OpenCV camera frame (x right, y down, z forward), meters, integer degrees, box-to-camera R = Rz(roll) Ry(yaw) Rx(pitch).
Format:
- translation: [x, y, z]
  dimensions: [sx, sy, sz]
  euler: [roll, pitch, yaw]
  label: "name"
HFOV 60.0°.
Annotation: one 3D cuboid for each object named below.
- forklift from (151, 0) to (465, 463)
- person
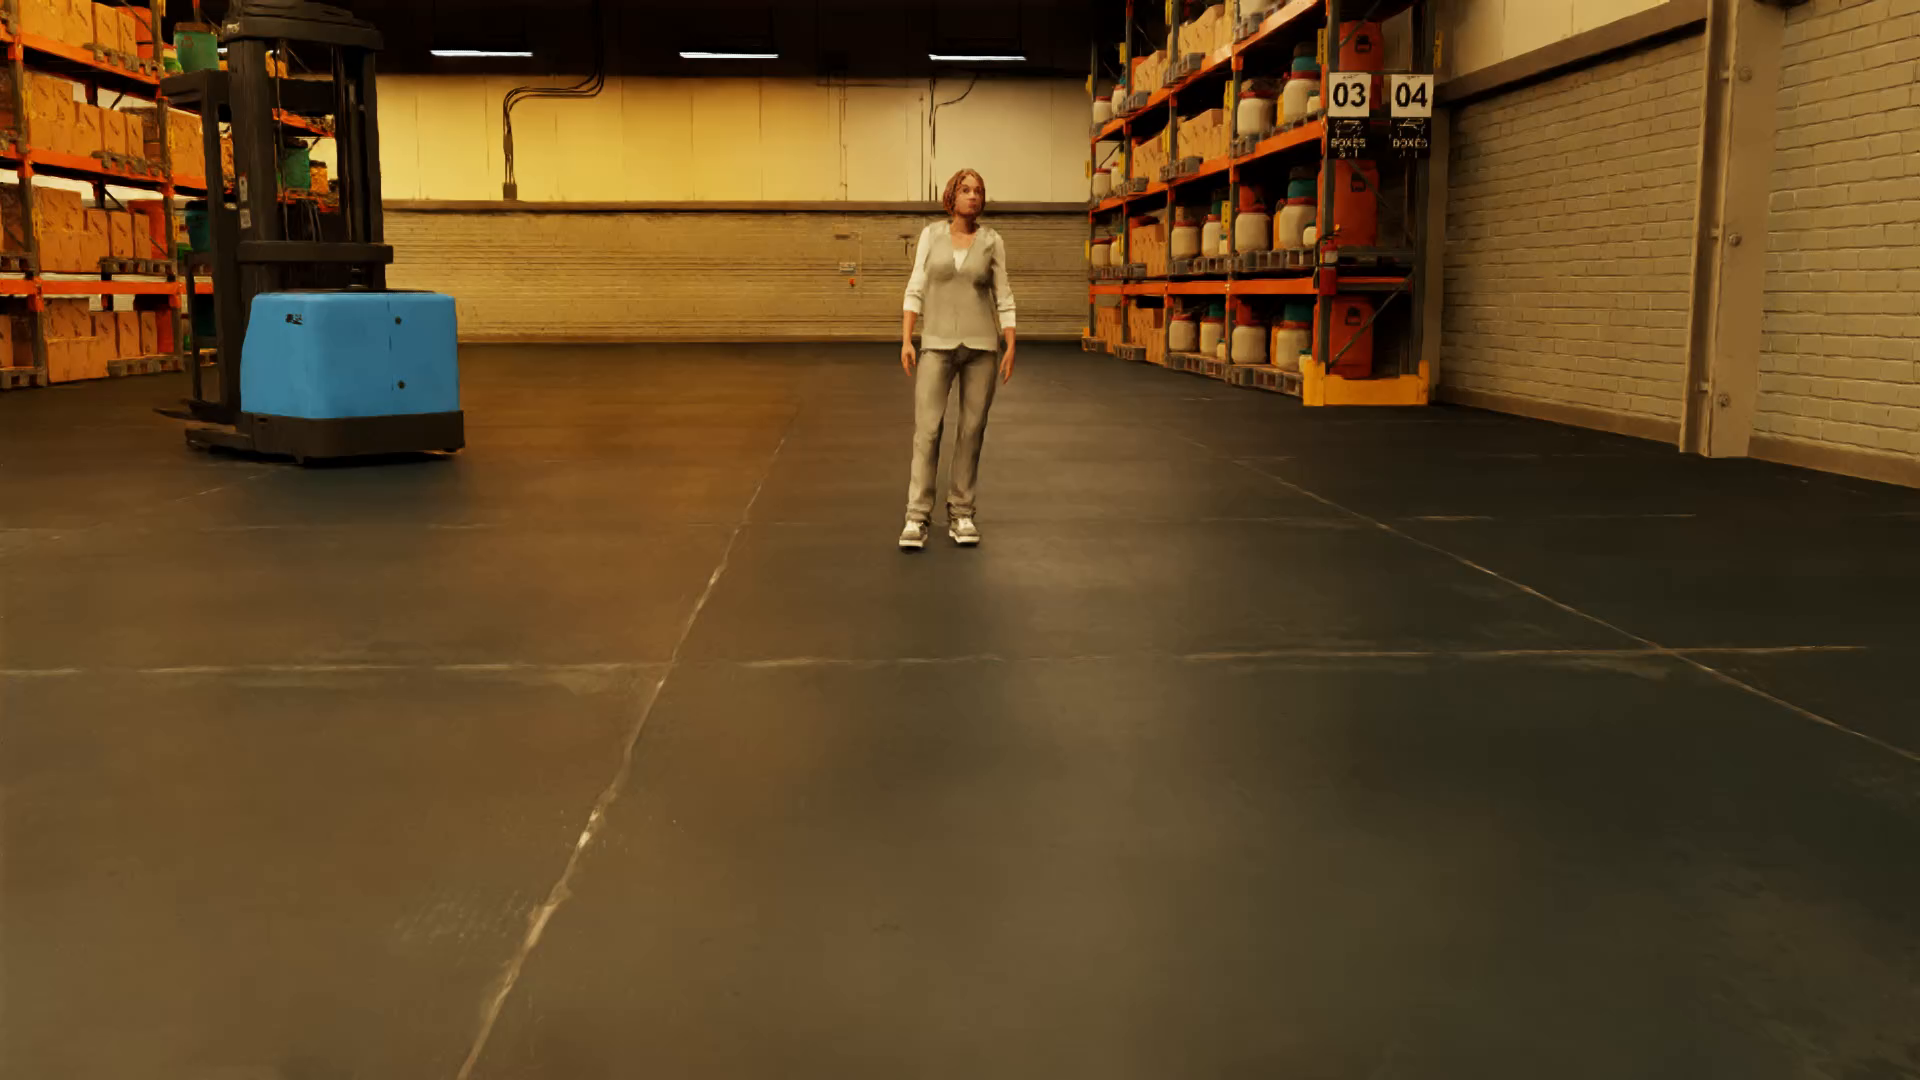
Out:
- translation: [-4.680, -2.087, 11.388]
  dimensions: [3.031, 2.935, 1.130]
  euler: [8, 12, 43]
  label: "forklift"
- translation: [-0.009, -0.786, 7.118]
  dimensions: [0.521, 1.597, 0.474]
  euler: [-1, 8, -4]
  label: "person"
